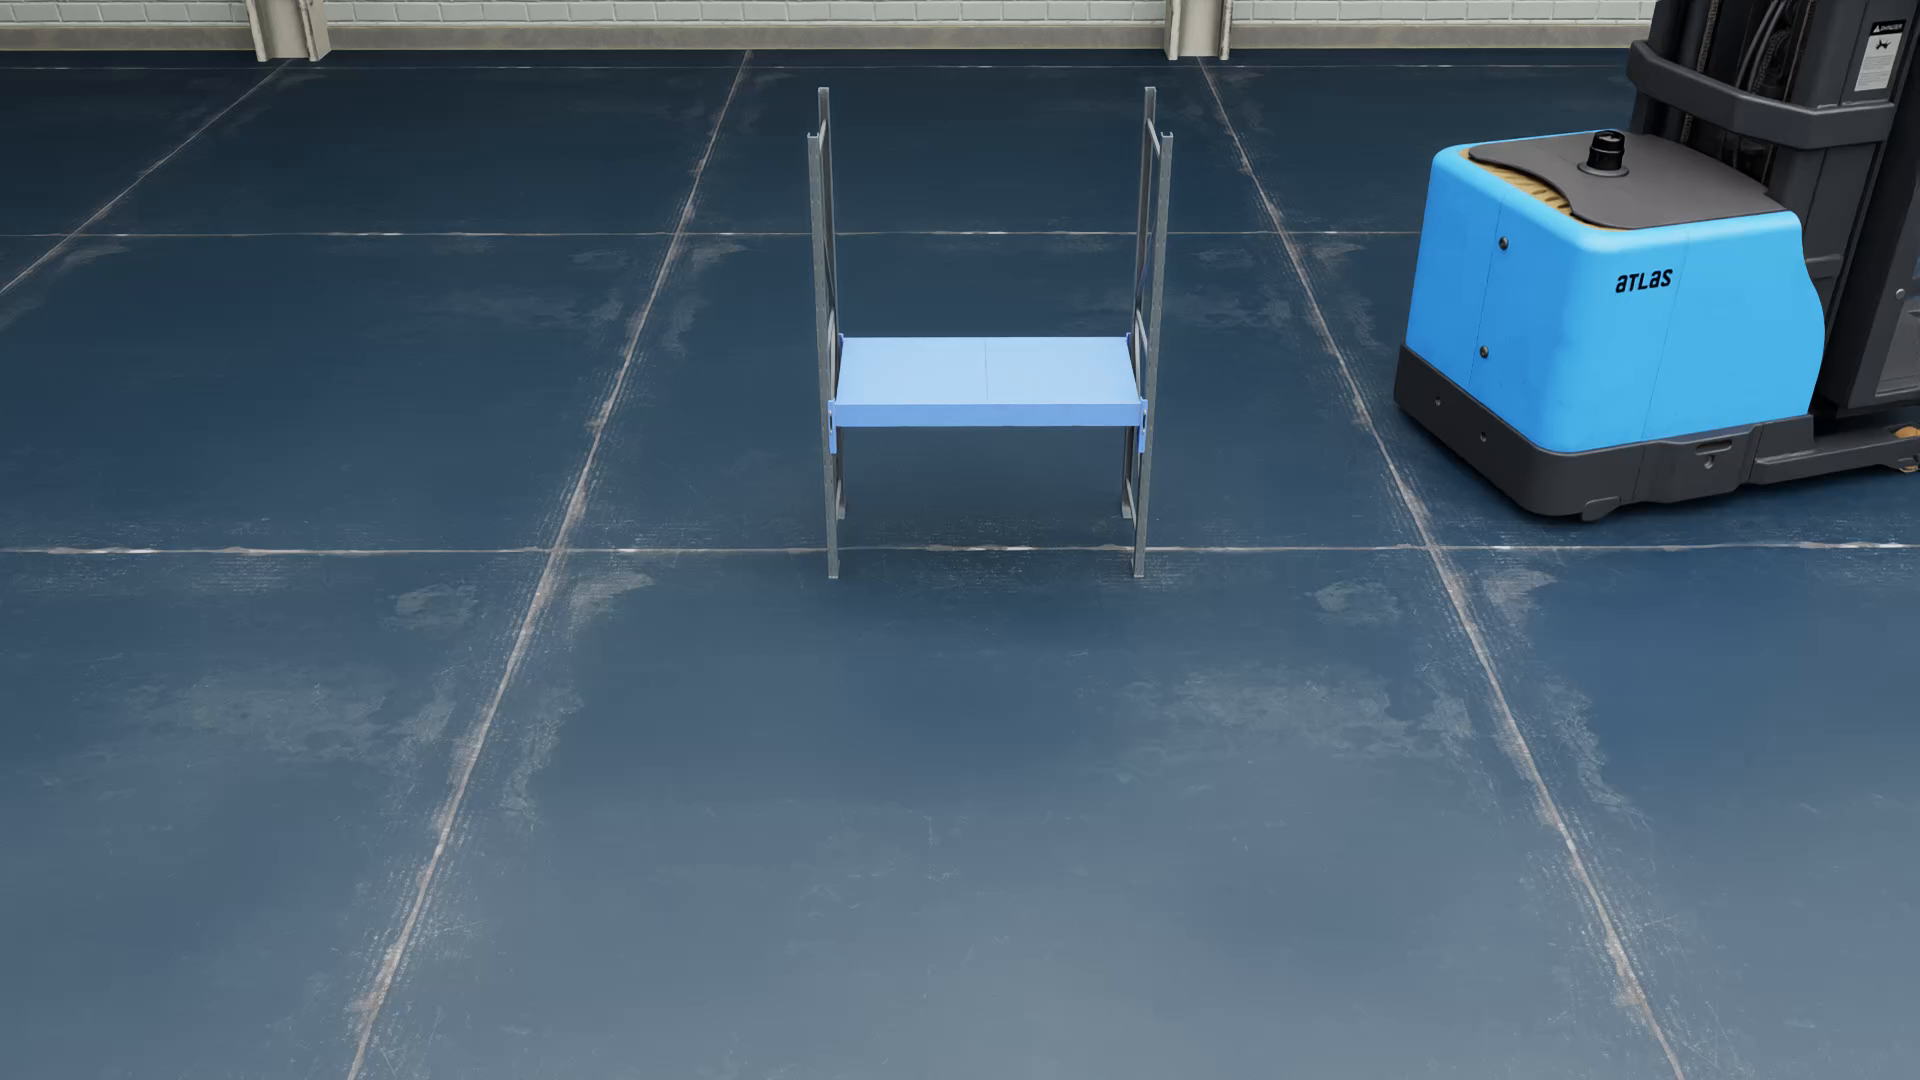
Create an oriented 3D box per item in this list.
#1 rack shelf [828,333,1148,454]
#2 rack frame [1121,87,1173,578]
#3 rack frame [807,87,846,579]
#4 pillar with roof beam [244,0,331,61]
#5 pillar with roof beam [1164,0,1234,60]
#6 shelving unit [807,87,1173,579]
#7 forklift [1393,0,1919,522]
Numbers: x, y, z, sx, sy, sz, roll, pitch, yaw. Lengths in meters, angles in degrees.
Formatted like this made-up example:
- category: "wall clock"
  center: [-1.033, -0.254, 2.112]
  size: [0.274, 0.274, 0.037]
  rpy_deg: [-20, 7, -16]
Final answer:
- category: "rack shelf"
  center: [0.085, -0.488, 5.455]
  size: [1.000, 0.185, 0.538]
  rpy_deg: [0, 31, 0]
- category: "rack frame"
  center: [0.594, -0.643, 5.364]
  size: [0.032, 1.500, 0.500]
  rpy_deg: [0, 31, 0]
- category: "rack frame"
  center: [-0.423, -0.640, 5.359]
  size: [0.032, 1.500, 0.500]
  rpy_deg: [0, 31, 0]
- category: "pillar with roof beam"
  center: [-4.400, -4.845, 5.060]
  size: [0.400, 9.000, 9.100]
  rpy_deg: [0, 31, 0]
- category: "pillar with roof beam"
  center: [1.600, -4.864, 5.091]
  size: [0.400, 9.000, 9.100]
  rpy_deg: [0, 31, 0]
- category: "shelving unit"
  center: [0.085, -0.641, 5.361]
  size: [1.048, 1.500, 0.538]
  rpy_deg: [0, 31, 0]
- category: "forklift"
  center: [3.274, -1.755, 5.816]
  size: [3.031, 2.935, 1.130]
  rpy_deg: [-9, 32, -15]
